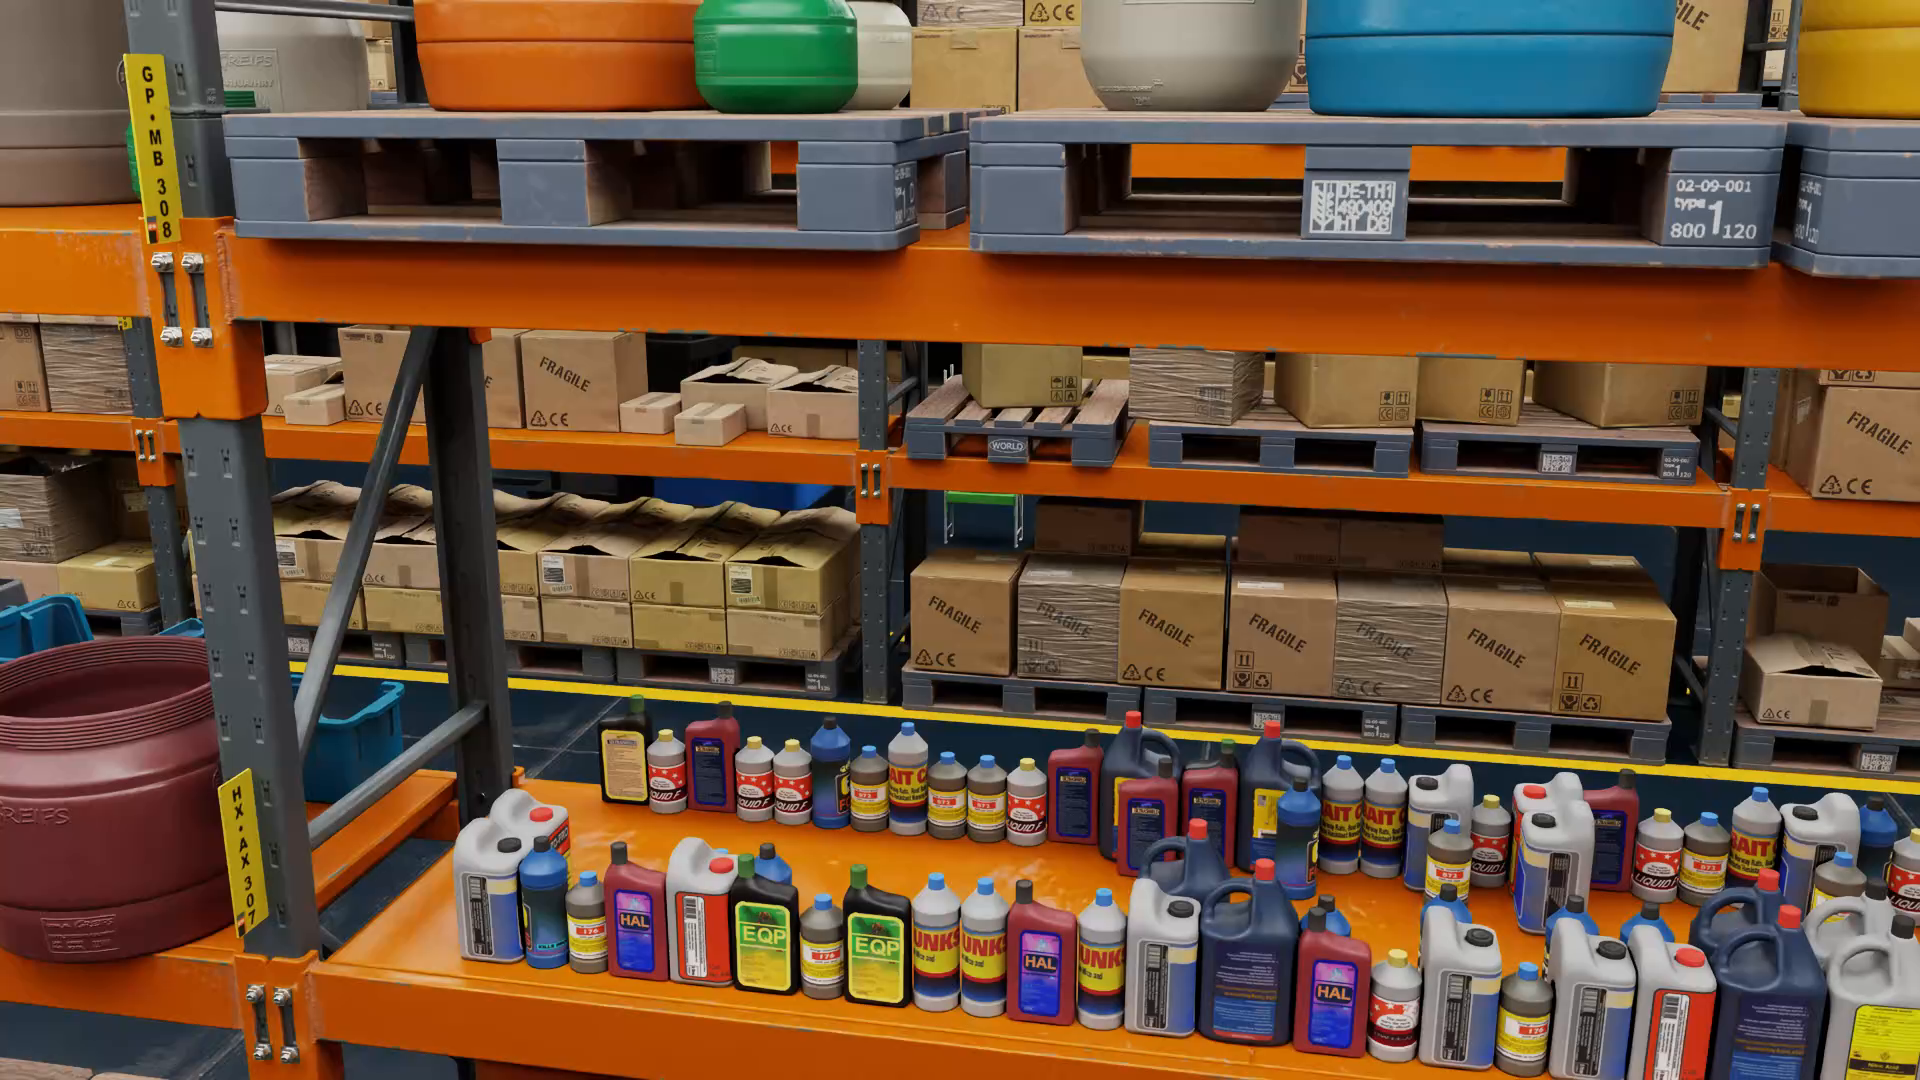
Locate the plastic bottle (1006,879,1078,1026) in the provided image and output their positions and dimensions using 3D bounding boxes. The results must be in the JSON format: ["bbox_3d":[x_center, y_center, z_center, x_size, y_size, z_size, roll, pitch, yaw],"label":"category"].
[{"bbox_3d":[0.159,0.796,3.218,0.133,0.283,0.061,3,16,11],"label":"plastic bottle"}]

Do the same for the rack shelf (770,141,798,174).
[{"bbox_3d":[-2.293,-1.942,8.612,4.000,0.370,1.077,3,16,11],"label":"rack shelf"}]

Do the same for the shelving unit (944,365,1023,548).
[{"bbox_3d":[0.162,-0.569,11.300,0.503,1.200,0.258,3,16,11],"label":"shelving unit"}]

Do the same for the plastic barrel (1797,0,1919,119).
[{"bbox_3d":[1.661,-0.963,2.589,0.600,0.588,0.600,0,15,0],"label":"plastic barrel"}]

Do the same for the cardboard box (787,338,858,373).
[{"bbox_3d":[-1.117,-1.499,13.738,0.500,0.250,0.500,3,16,11],"label":"cardboard box"}]

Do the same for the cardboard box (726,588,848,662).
[{"bbox_3d":[-0.897,0.422,8.714,0.500,0.250,0.500,3,16,12],"label":"cardboard box"}]

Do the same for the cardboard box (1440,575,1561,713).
[{"bbox_3d":[2.563,0.489,7.967,0.500,0.500,0.500,3,16,11],"label":"cardboard box"}]

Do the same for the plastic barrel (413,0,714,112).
[{"bbox_3d":[-0.768,-1.265,3.230,0.708,0.830,0.600,3,16,11],"label":"plastic barrel"}]

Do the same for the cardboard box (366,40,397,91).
[{"bbox_3d":[-3.112,-2.461,8.634,0.500,0.250,0.500,2,16,6],"label":"cardboard box"}]

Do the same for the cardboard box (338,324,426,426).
[{"bbox_3d":[-2.987,-0.925,9.024,0.500,0.500,0.500,4,16,15],"label":"cardboard box"}]

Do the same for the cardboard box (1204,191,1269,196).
[{"bbox_3d":[2.155,-2.582,13.009,0.500,0.250,0.500,3,16,10],"label":"cardboard box"}]

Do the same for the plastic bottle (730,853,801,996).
[{"bbox_3d":[-0.389,0.766,3.325,0.133,0.283,0.061,3,16,11],"label":"plastic bottle"}]

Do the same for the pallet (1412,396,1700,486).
[{"bbox_3d":[2.825,-0.503,8.047,1.213,0.211,1.003,3,16,11],"label":"pallet"}]

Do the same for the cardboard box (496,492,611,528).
[{"bbox_3d":[-2.308,-0.070,9.438,0.500,0.311,0.500,3,16,10],"label":"cardboard box"}]

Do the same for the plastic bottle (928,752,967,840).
[{"bbox_3d":[-0.030,0.614,4.030,0.097,0.201,0.097,0,15,0],"label":"plastic bottle"}]

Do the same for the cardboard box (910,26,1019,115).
[{"bbox_3d":[0.101,-2.216,8.067,0.500,0.500,0.910,3,16,11],"label":"cardboard box"}]

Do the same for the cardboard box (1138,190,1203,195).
[{"bbox_3d":[1.653,-2.611,13.111,0.500,0.250,0.500,3,16,9],"label":"cardboard box"}]

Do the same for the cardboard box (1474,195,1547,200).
[{"bbox_3d":[4.171,-2.475,12.622,0.500,0.250,0.500,4,16,13],"label":"cardboard box"}]

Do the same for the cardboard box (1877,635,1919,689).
[{"bbox_3d":[4.581,0.598,8.230,0.250,0.149,0.380,3,16,11],"label":"cardboard box"}]

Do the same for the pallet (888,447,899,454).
[{"bbox_3d":[-0.115,-0.731,13.735,1.213,0.211,1.003,3,16,11],"label":"pallet"}]

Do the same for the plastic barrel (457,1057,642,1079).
[{"bbox_3d":[-0.841,1.424,4.011,0.708,0.830,0.600,3,16,11],"label":"plastic barrel"}]

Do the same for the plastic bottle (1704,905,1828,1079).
[{"bbox_3d":[1.449,0.822,2.997,0.185,0.351,0.144,3,16,11],"label":"plastic bottle"}]

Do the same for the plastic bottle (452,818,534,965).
[{"bbox_3d":[-0.964,0.726,3.484,0.135,0.276,0.152,3,16,11],"label":"plastic bottle"}]

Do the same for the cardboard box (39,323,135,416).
[{"bbox_3d":[-4.689,-1.020,9.367,0.500,0.500,0.700,3,16,10],"label":"cardboard box"}]

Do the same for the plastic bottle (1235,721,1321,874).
[{"bbox_3d":[0.737,0.590,3.837,0.185,0.351,0.144,3,16,11],"label":"plastic bottle"}]

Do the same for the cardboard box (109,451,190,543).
[{"bbox_3d":[-4.645,-0.295,9.897,0.500,0.500,0.500,3,16,11],"label":"cardboard box"}]

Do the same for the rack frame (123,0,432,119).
[{"bbox_3d":[-1.324,-2.332,3.055,0.127,3.000,1.000,3,16,11],"label":"rack frame"}]

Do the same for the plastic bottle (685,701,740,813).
[{"bbox_3d":[-0.616,0.537,4.152,0.133,0.283,0.061,3,16,11],"label":"plastic bottle"}]

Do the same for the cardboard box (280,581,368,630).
[{"bbox_3d":[-3.406,0.287,9.201,0.500,0.250,0.500,4,16,12],"label":"cardboard box"}]

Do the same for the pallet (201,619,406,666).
[{"bbox_3d":[-3.523,0.423,9.569,1.213,0.211,1.003,3,16,11],"label":"pallet"}]

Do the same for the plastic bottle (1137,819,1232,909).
[{"bbox_3d":[0.449,0.727,3.343,0.185,0.351,0.144,3,16,11],"label":"plastic bottle"}]

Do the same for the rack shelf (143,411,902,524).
[{"bbox_3d":[-2.293,-0.496,9.013,4.000,0.370,1.077,3,16,11],"label":"rack shelf"}]

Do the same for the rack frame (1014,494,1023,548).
[{"bbox_3d":[0.401,-0.556,11.253,0.015,1.200,0.240,3,16,11],"label":"rack frame"}]

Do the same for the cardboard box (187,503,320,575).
[{"bbox_3d":[-3.898,-0.010,9.222,0.500,0.311,0.500,3,16,11],"label":"cardboard box"}]

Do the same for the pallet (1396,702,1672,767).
[{"bbox_3d":[2.782,0.787,8.257,1.213,0.211,1.003,3,16,11],"label":"pallet"}]

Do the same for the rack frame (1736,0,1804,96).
[{"bbox_3d":[3.587,-3.415,6.964,0.127,3.000,1.000,3,16,11],"label":"rack frame"}]

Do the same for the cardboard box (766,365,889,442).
[{"bbox_3d":[-0.681,-0.725,8.656,0.500,0.311,0.500,4,16,15],"label":"cardboard box"}]

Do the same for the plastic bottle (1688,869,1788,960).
[{"bbox_3d":[1.477,0.785,3.133,0.185,0.351,0.144,3,16,11],"label":"plastic bottle"}]

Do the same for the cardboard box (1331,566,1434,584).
[{"bbox_3d":[2.148,0.325,8.558,0.500,0.500,0.500,3,16,12],"label":"cardboard box"}]

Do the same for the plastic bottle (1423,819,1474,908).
[{"bbox_3d":[1.077,0.715,3.664,0.097,0.201,0.097,0,15,0],"label":"plastic bottle"}]

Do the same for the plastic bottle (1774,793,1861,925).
[{"bbox_3d":[1.860,0.688,3.623,0.135,0.276,0.152,3,16,11],"label":"plastic bottle"}]

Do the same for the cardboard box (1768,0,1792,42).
[{"bbox_3d":[5.718,-3.668,11.399,0.500,0.500,0.500,3,16,10],"label":"cardboard box"}]

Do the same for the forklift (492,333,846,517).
[{"bbox_3d":[-2.396,-1.522,11.498,3.031,2.935,1.130,3,16,12],"label":"forklift"}]

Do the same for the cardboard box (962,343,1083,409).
[{"bbox_3d":[0.306,-0.983,8.449,0.500,0.500,0.700,-2,16,-8],"label":"cardboard box"}]

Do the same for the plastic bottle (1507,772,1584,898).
[{"bbox_3d":[1.311,0.658,3.731,0.135,0.276,0.152,3,16,11],"label":"plastic bottle"}]

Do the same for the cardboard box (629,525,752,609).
[{"bbox_3d":[-1.406,0.126,8.731,0.500,0.311,0.500,3,16,10],"label":"cardboard box"}]

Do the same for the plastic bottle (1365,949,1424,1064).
[{"bbox_3d":[0.815,0.866,3.118,0.097,0.201,0.097,0,15,0],"label":"plastic bottle"}]

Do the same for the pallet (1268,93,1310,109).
[{"bbox_3d":[1.945,-1.986,7.777,1.003,0.211,1.213,3,16,11],"label":"pallet"}]

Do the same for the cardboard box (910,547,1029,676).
[{"bbox_3d":[0.056,0.355,8.450,0.500,0.500,0.500,4,16,13],"label":"cardboard box"}]
